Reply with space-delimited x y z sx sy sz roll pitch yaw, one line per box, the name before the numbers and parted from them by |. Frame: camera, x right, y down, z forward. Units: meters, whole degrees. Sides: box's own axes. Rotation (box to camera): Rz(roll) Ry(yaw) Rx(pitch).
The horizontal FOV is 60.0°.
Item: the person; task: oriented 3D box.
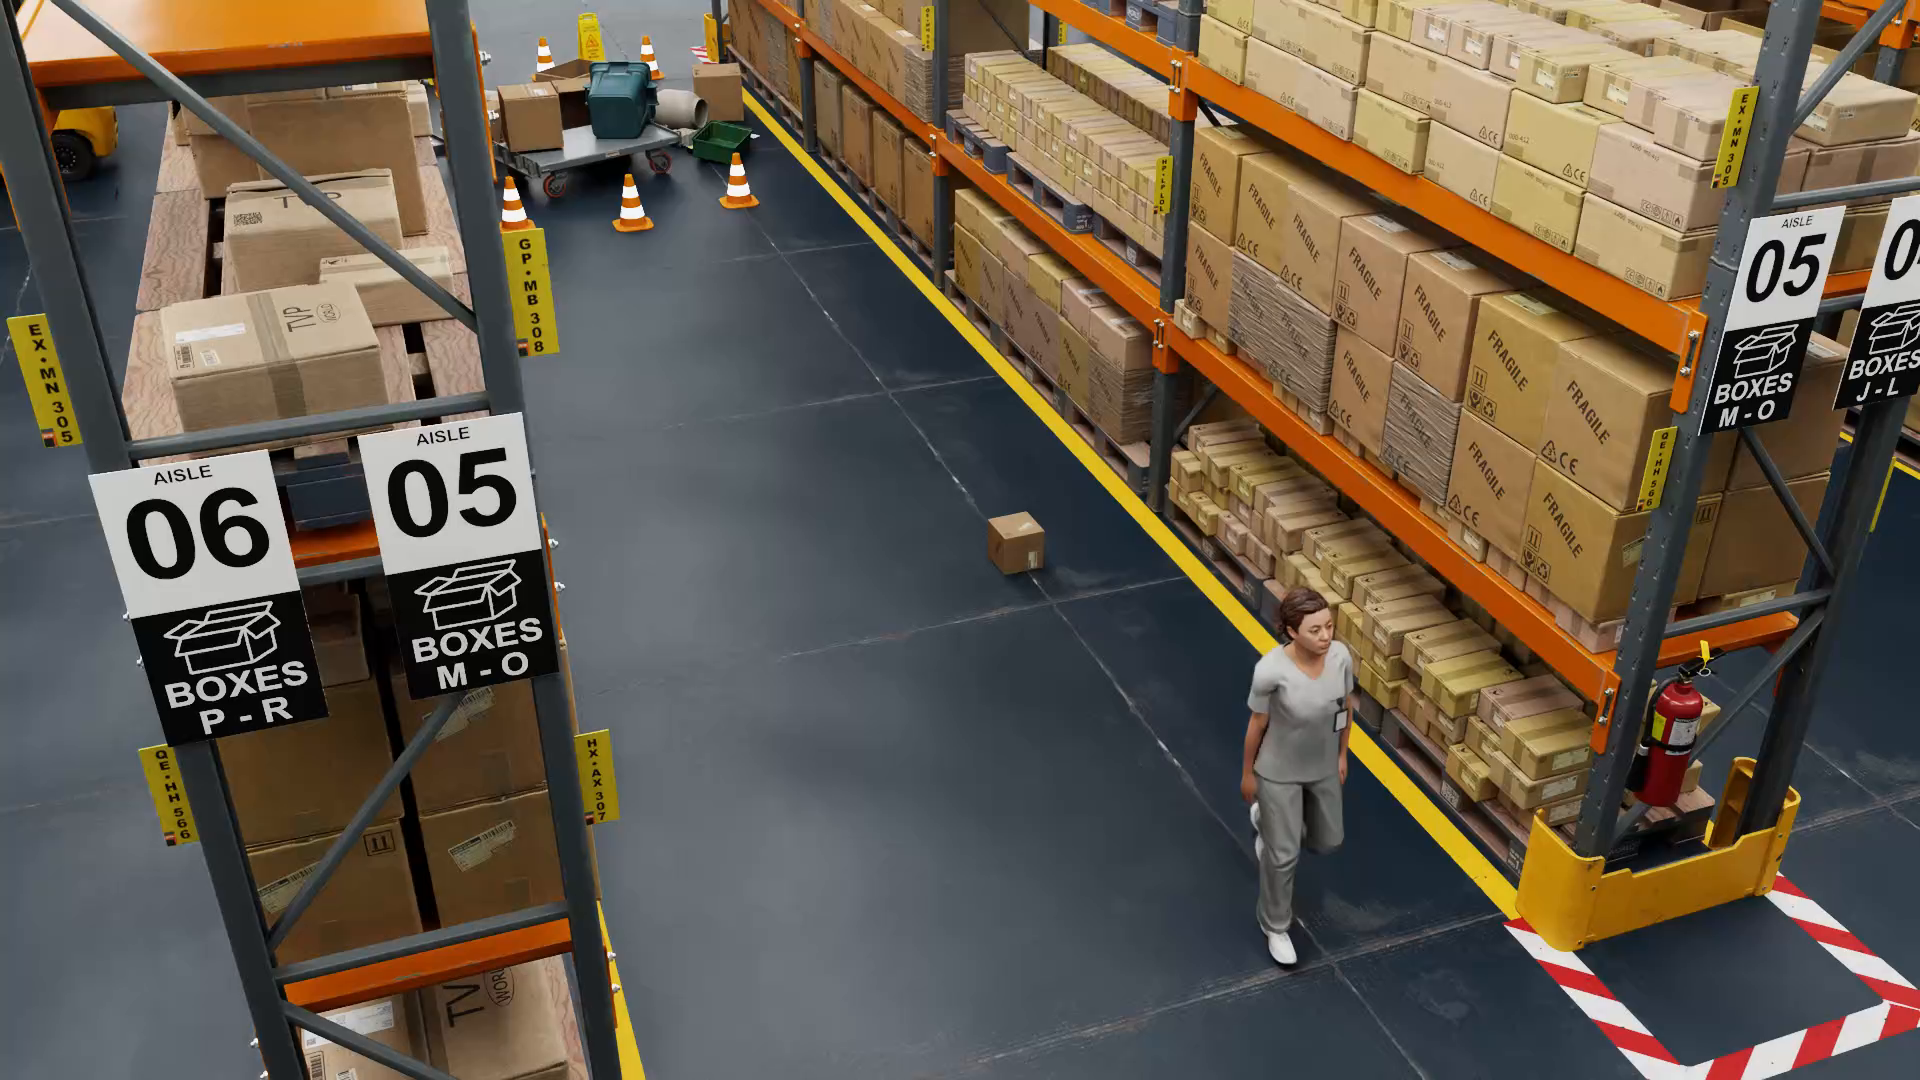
person | 1.340 0.887 6.769 0.461 1.655 0.678 -9 31 -15
